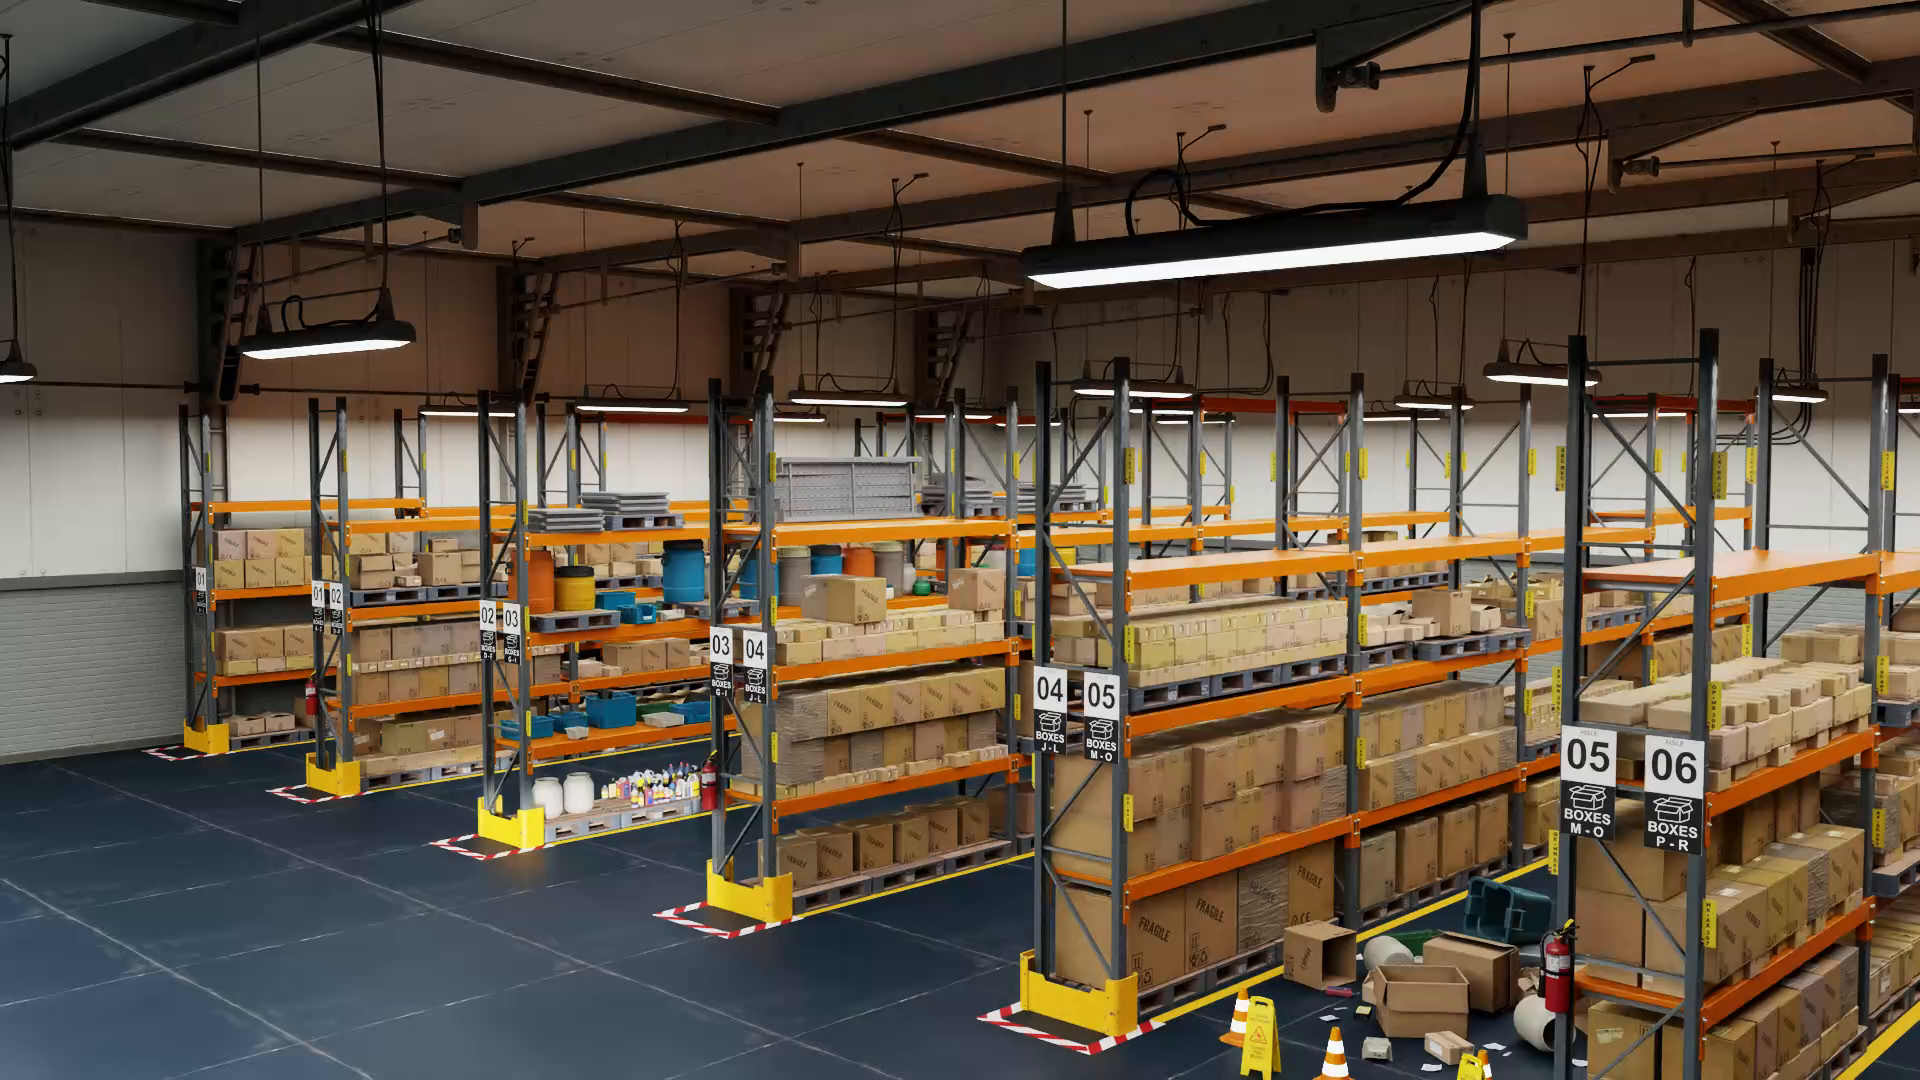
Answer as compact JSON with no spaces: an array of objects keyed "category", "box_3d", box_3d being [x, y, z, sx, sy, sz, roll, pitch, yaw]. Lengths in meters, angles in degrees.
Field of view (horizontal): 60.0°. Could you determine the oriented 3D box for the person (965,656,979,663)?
[{"category":"person","box_3d":[0.234,2.683,33.015,0.571,1.548,0.914,2,4,39]}]
